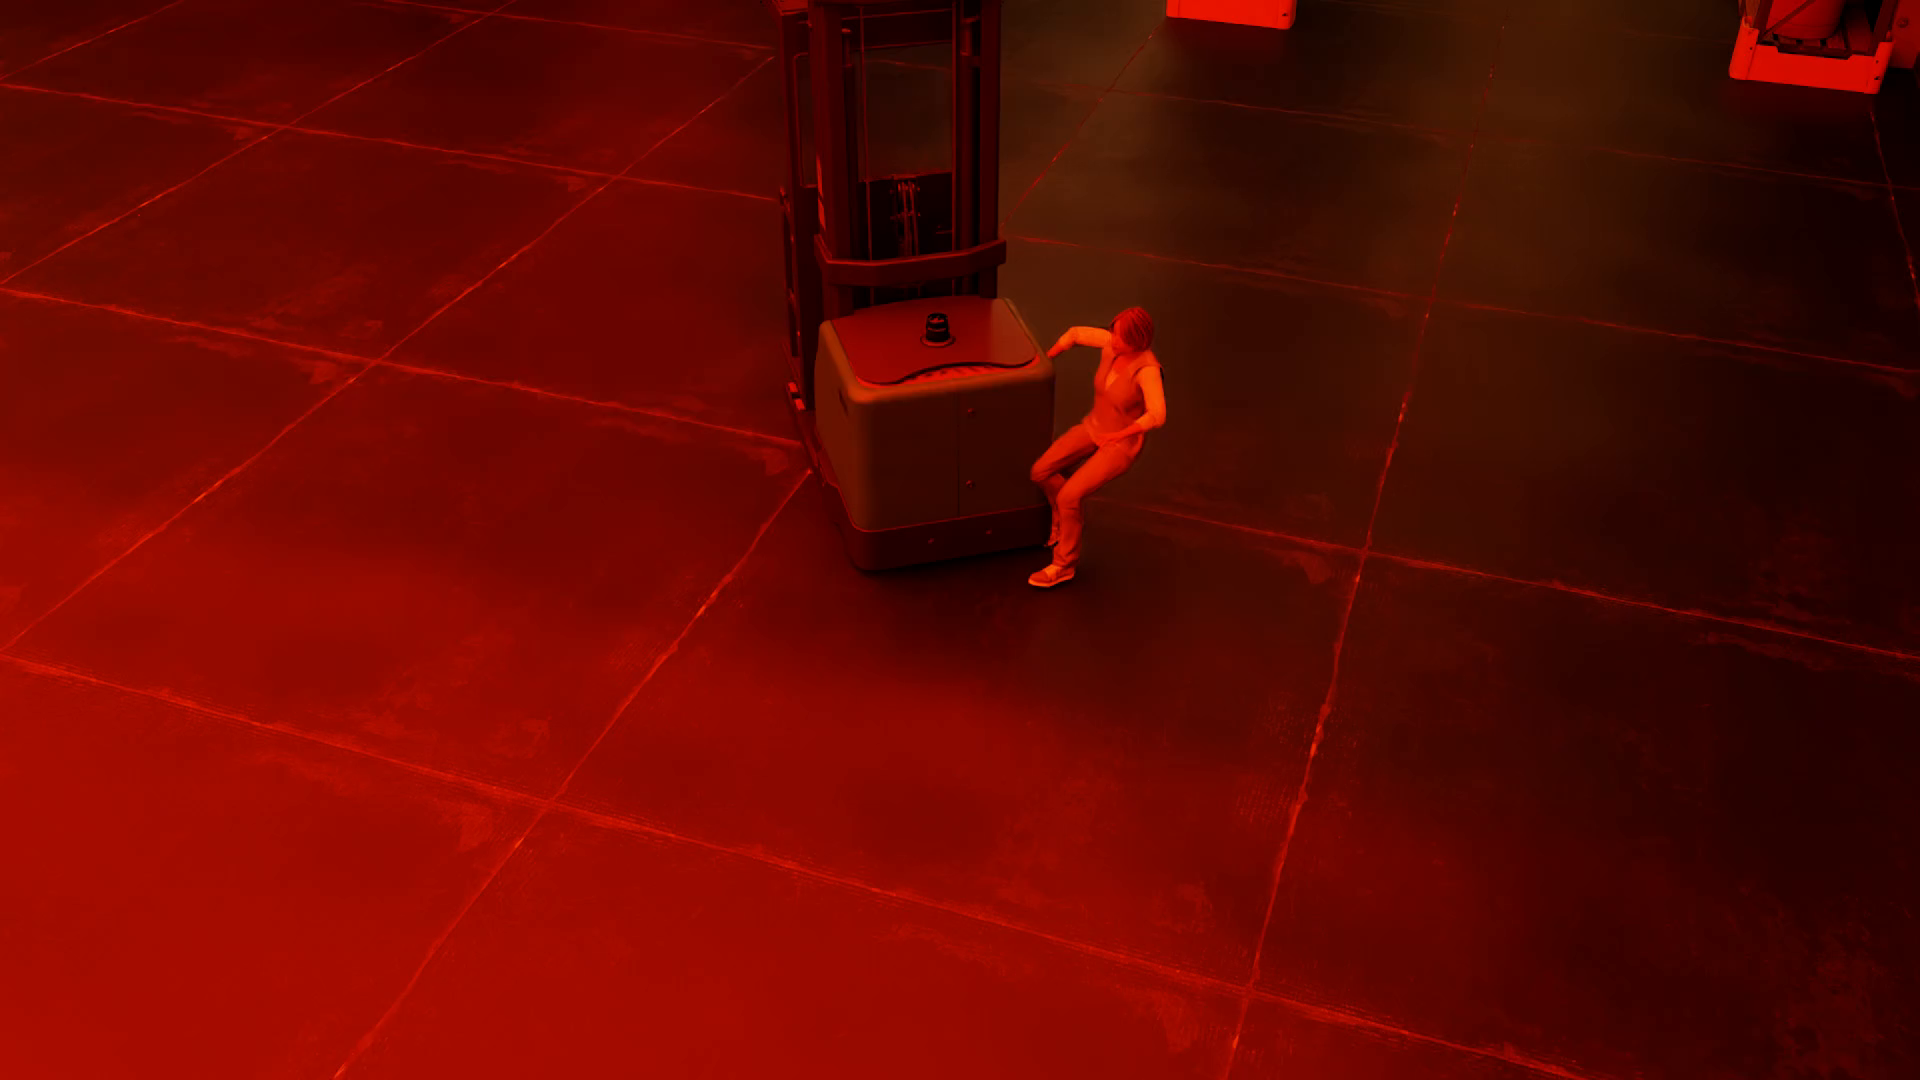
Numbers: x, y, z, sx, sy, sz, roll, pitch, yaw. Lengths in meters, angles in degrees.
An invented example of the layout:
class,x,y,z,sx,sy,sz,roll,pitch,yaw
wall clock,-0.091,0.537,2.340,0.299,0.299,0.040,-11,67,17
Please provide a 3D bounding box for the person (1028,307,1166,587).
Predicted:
class,x,y,z,sx,sy,sz,roll,pitch,yaw
person,0.589,-0.481,8.125,0.754,1.365,0.906,-27,43,-33

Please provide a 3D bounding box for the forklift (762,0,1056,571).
class,x,y,z,sx,sy,sz,roll,pitch,yaw
forklift,-0.404,-1.893,8.781,1.130,2.935,3.031,-9,36,-12
